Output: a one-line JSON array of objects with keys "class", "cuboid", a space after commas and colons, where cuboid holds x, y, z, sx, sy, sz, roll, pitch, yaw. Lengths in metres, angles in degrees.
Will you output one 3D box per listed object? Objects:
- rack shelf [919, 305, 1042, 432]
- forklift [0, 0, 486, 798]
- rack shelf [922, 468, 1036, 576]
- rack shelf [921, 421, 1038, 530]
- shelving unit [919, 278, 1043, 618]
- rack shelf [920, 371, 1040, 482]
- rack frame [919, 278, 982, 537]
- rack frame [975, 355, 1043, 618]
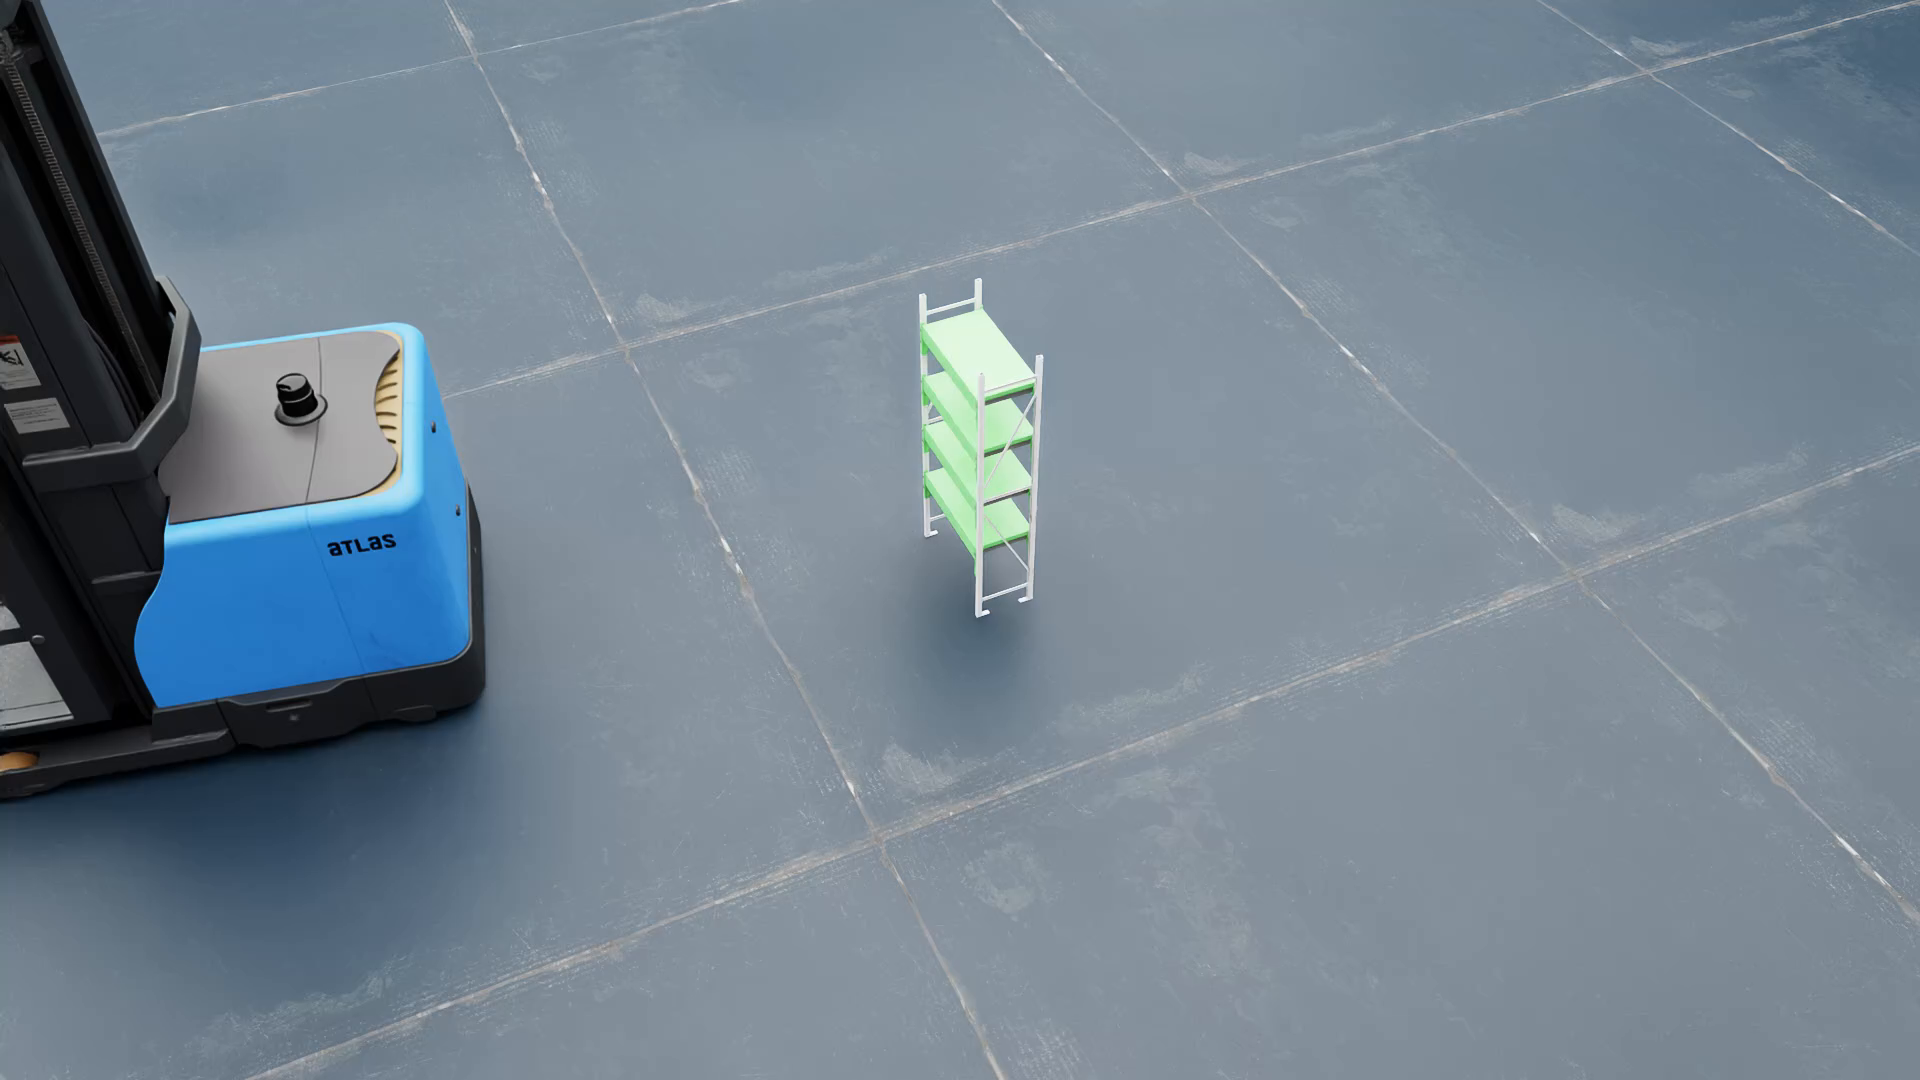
[{"class": "rack shelf", "cuboid": [0.070, -0.618, 5.929, 0.258, 0.148, 0.480, -18, 47, -17]}, {"class": "forklift", "cuboid": [-3.315, -0.522, 5.192, 3.031, 2.935, 1.130, -9, 45, -9]}, {"class": "rack shelf", "cuboid": [0.070, -0.105, 6.435, 0.258, 0.148, 0.480, -18, 47, -17]}, {"class": "rack shelf", "cuboid": [0.070, -0.276, 6.267, 0.258, 0.148, 0.480, -18, 47, -17]}, {"class": "shelving unit", "cuboid": [0.070, -0.322, 6.222, 0.258, 1.200, 0.503, -18, 47, -17]}, {"class": "rack shelf", "cuboid": [0.070, -0.447, 6.098, 0.258, 0.148, 0.480, -18, 47, -17]}, {"class": "rack frame", "cuboid": [-0.033, -0.477, 6.379, 0.240, 1.200, 0.015, -18, 47, -17]}, {"class": "rack frame", "cuboid": [0.172, -0.166, 6.064, 0.240, 1.200, 0.015, -18, 47, -17]}]
